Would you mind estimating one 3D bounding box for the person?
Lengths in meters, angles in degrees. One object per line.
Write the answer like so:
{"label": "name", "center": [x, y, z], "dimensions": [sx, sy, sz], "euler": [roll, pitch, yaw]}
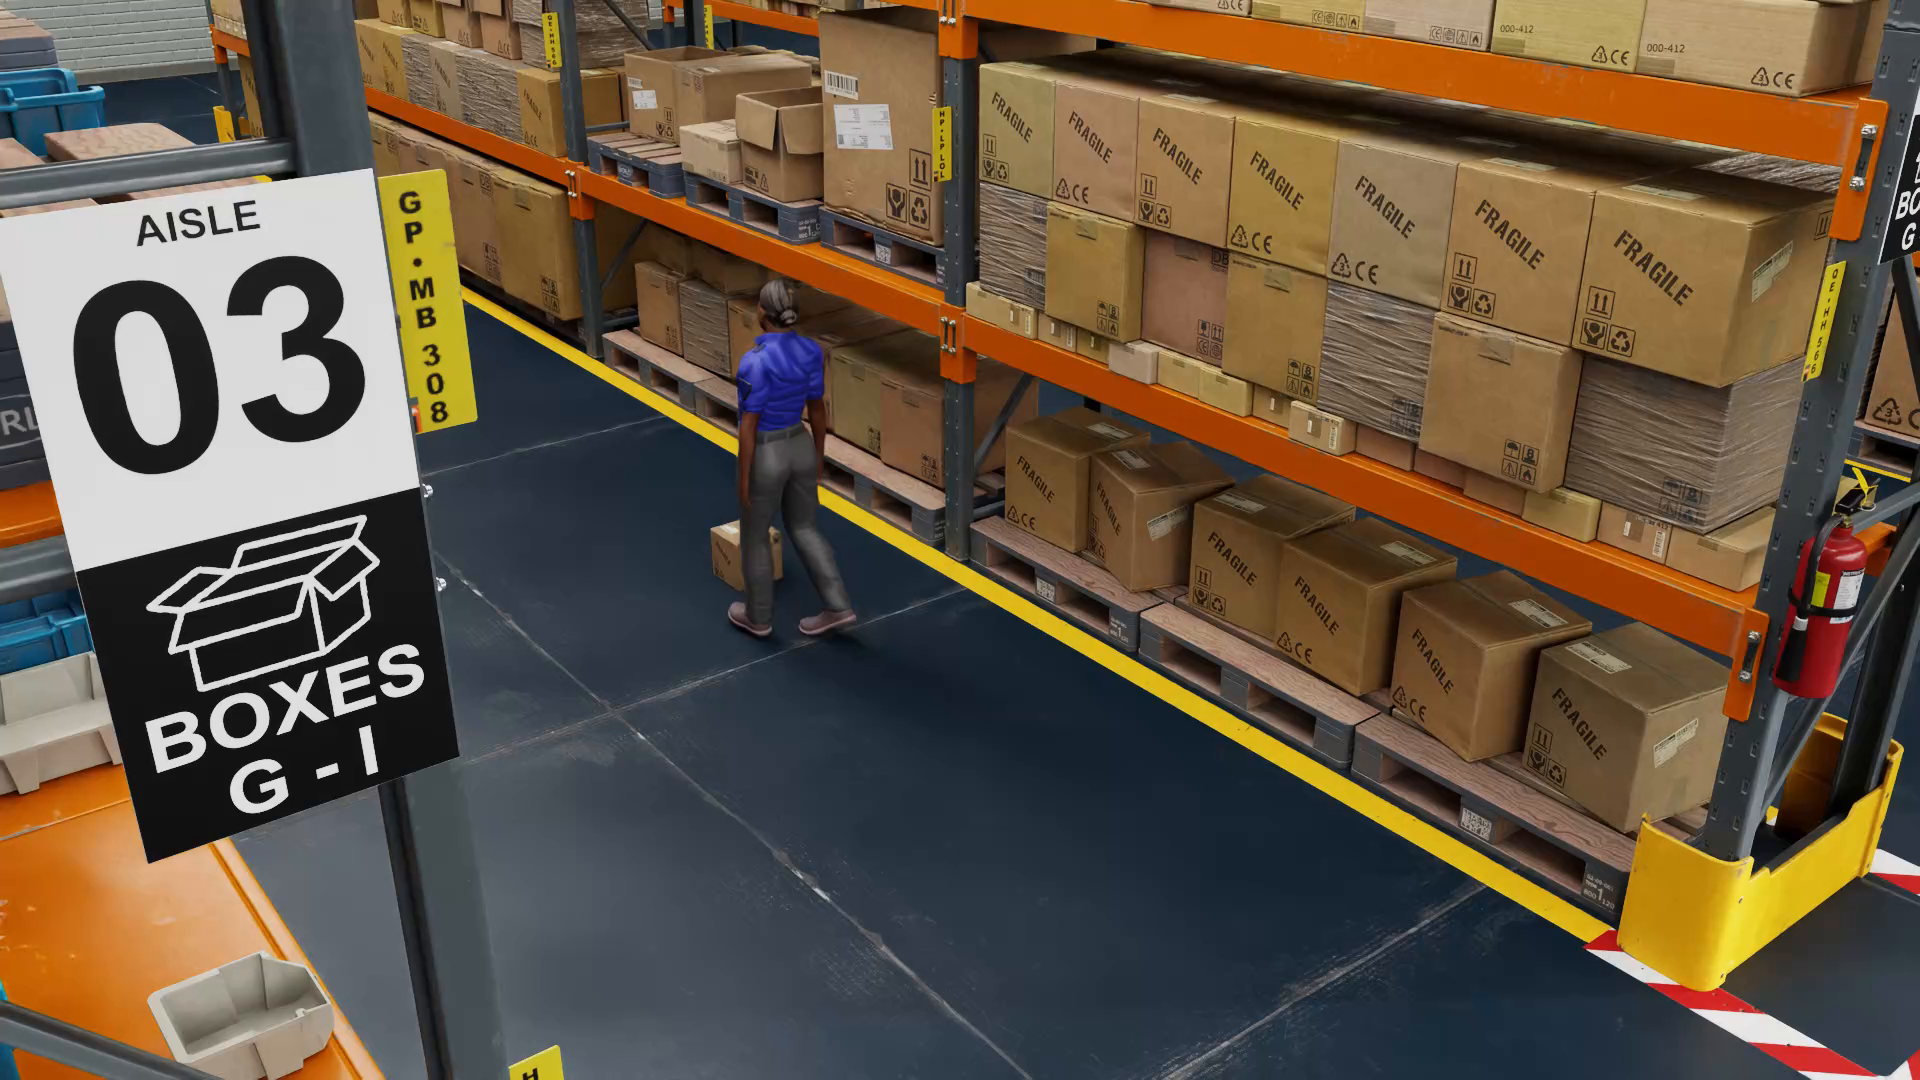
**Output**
{"label": "person", "center": [-0.798, -0.336, 7.323], "dimensions": [0.597, 1.659, 0.465], "euler": [22, 33, 39]}
